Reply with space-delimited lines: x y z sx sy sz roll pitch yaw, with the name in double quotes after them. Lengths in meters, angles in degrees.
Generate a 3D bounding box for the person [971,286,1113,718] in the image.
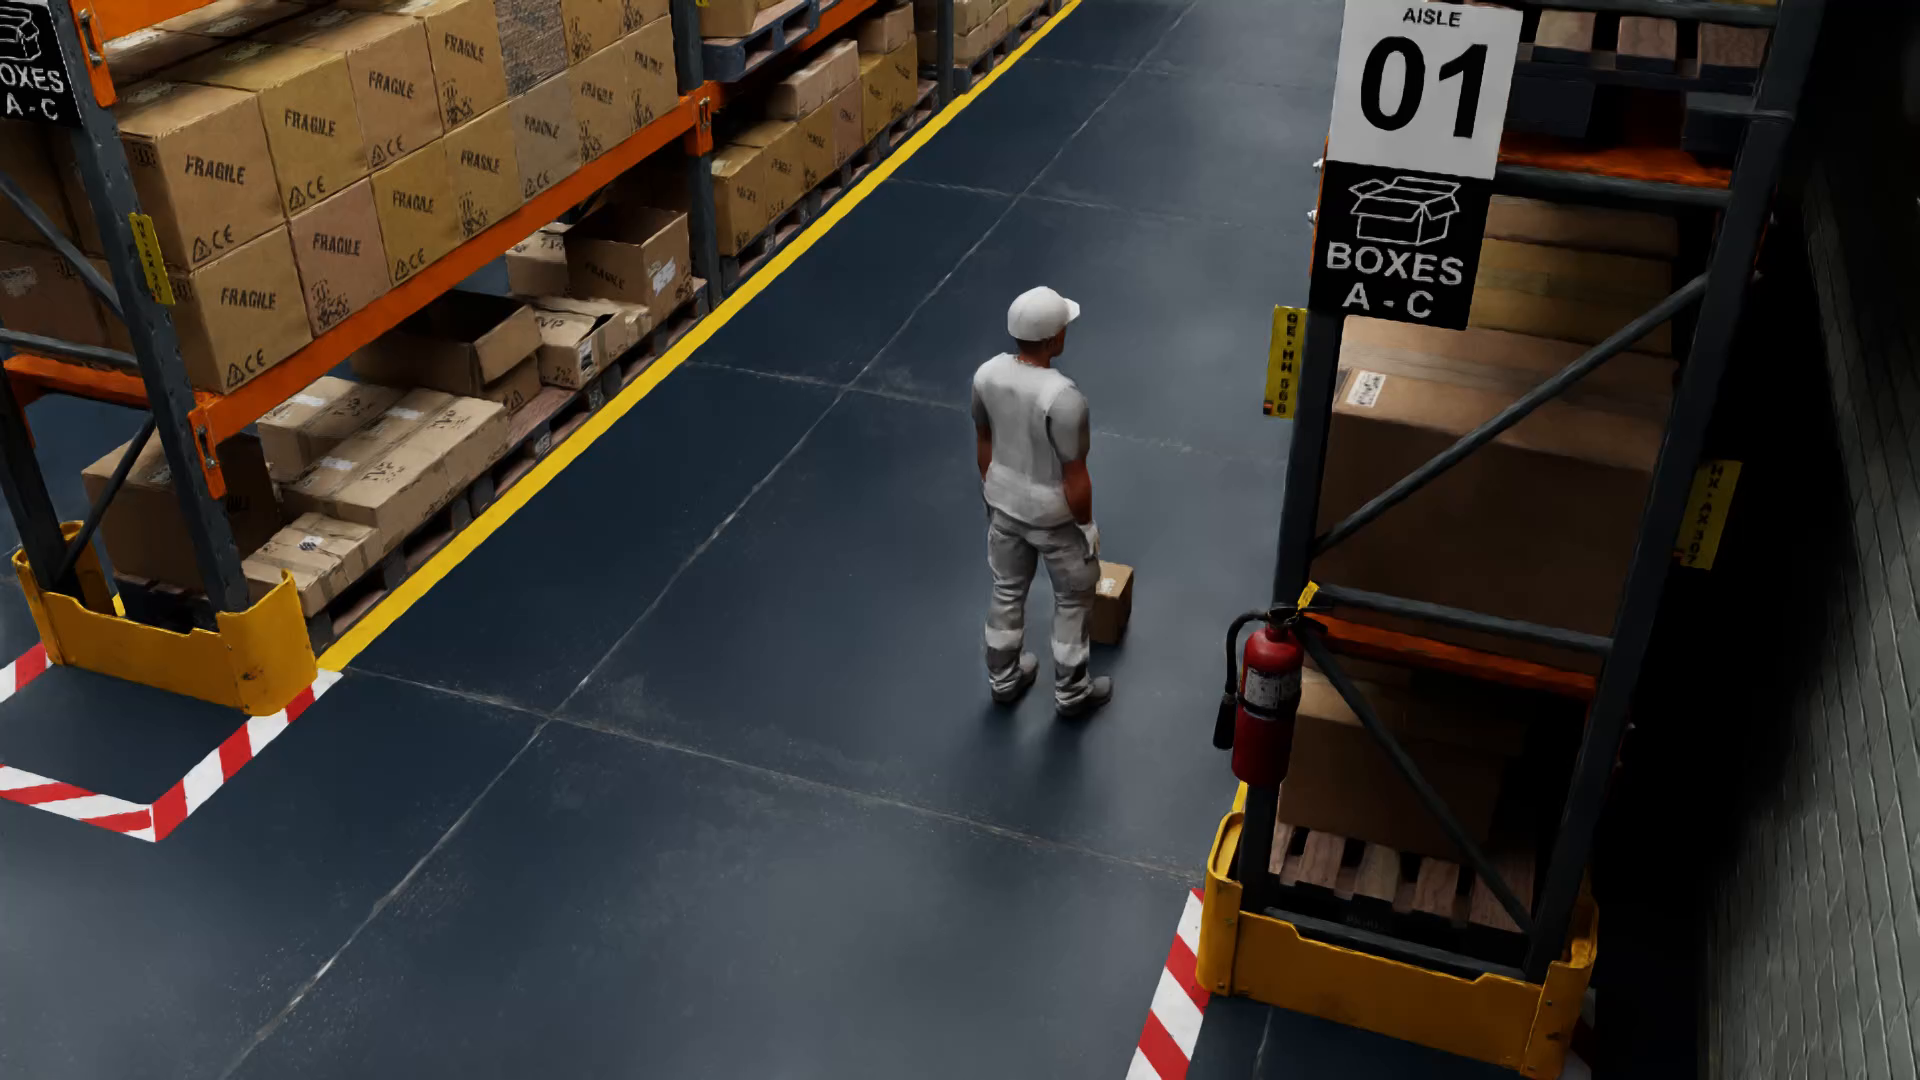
0.326 -0.143 6.321 0.569 1.793 0.420 26 41 34 "person"
